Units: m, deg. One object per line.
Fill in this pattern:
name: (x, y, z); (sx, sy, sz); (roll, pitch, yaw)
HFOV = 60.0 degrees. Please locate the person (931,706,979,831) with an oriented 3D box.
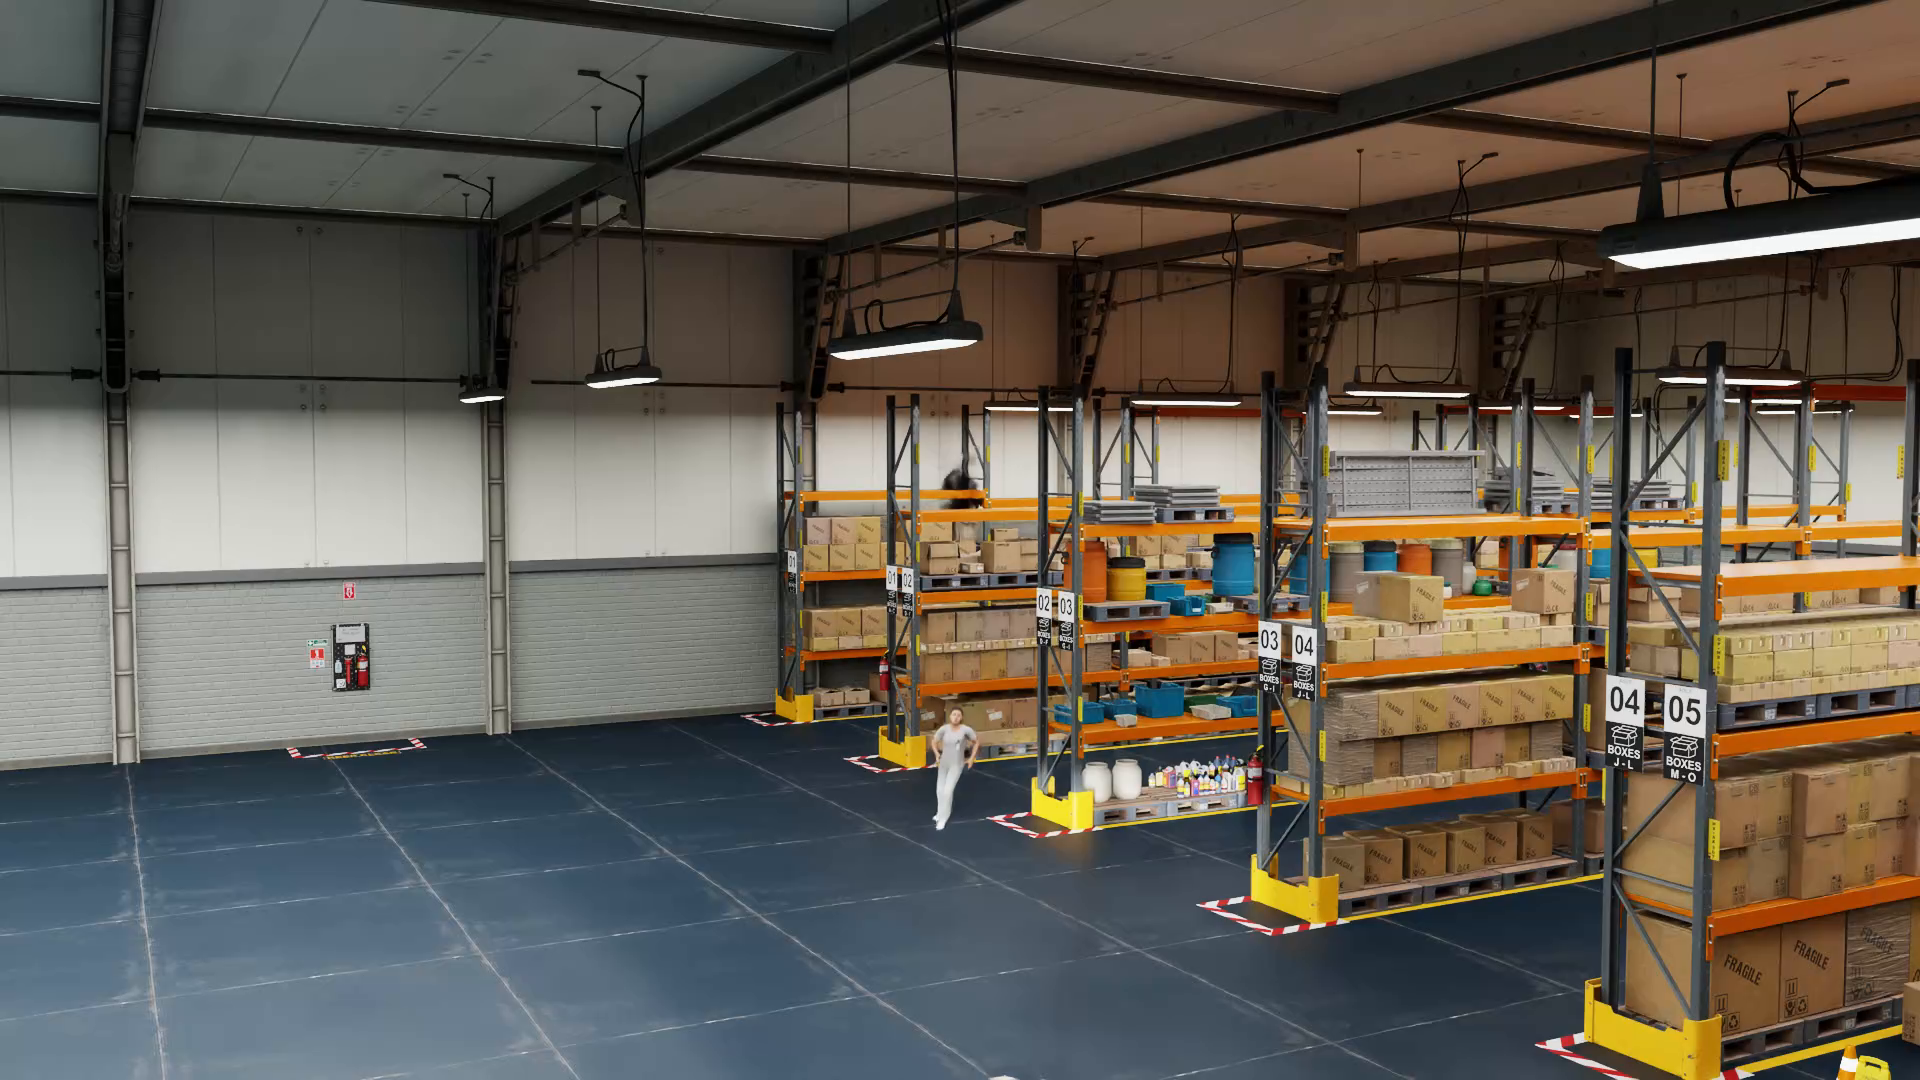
person: (-0.096, 3.075, 22.511); (0.640, 1.676, 0.686); (1, 3, 18)
